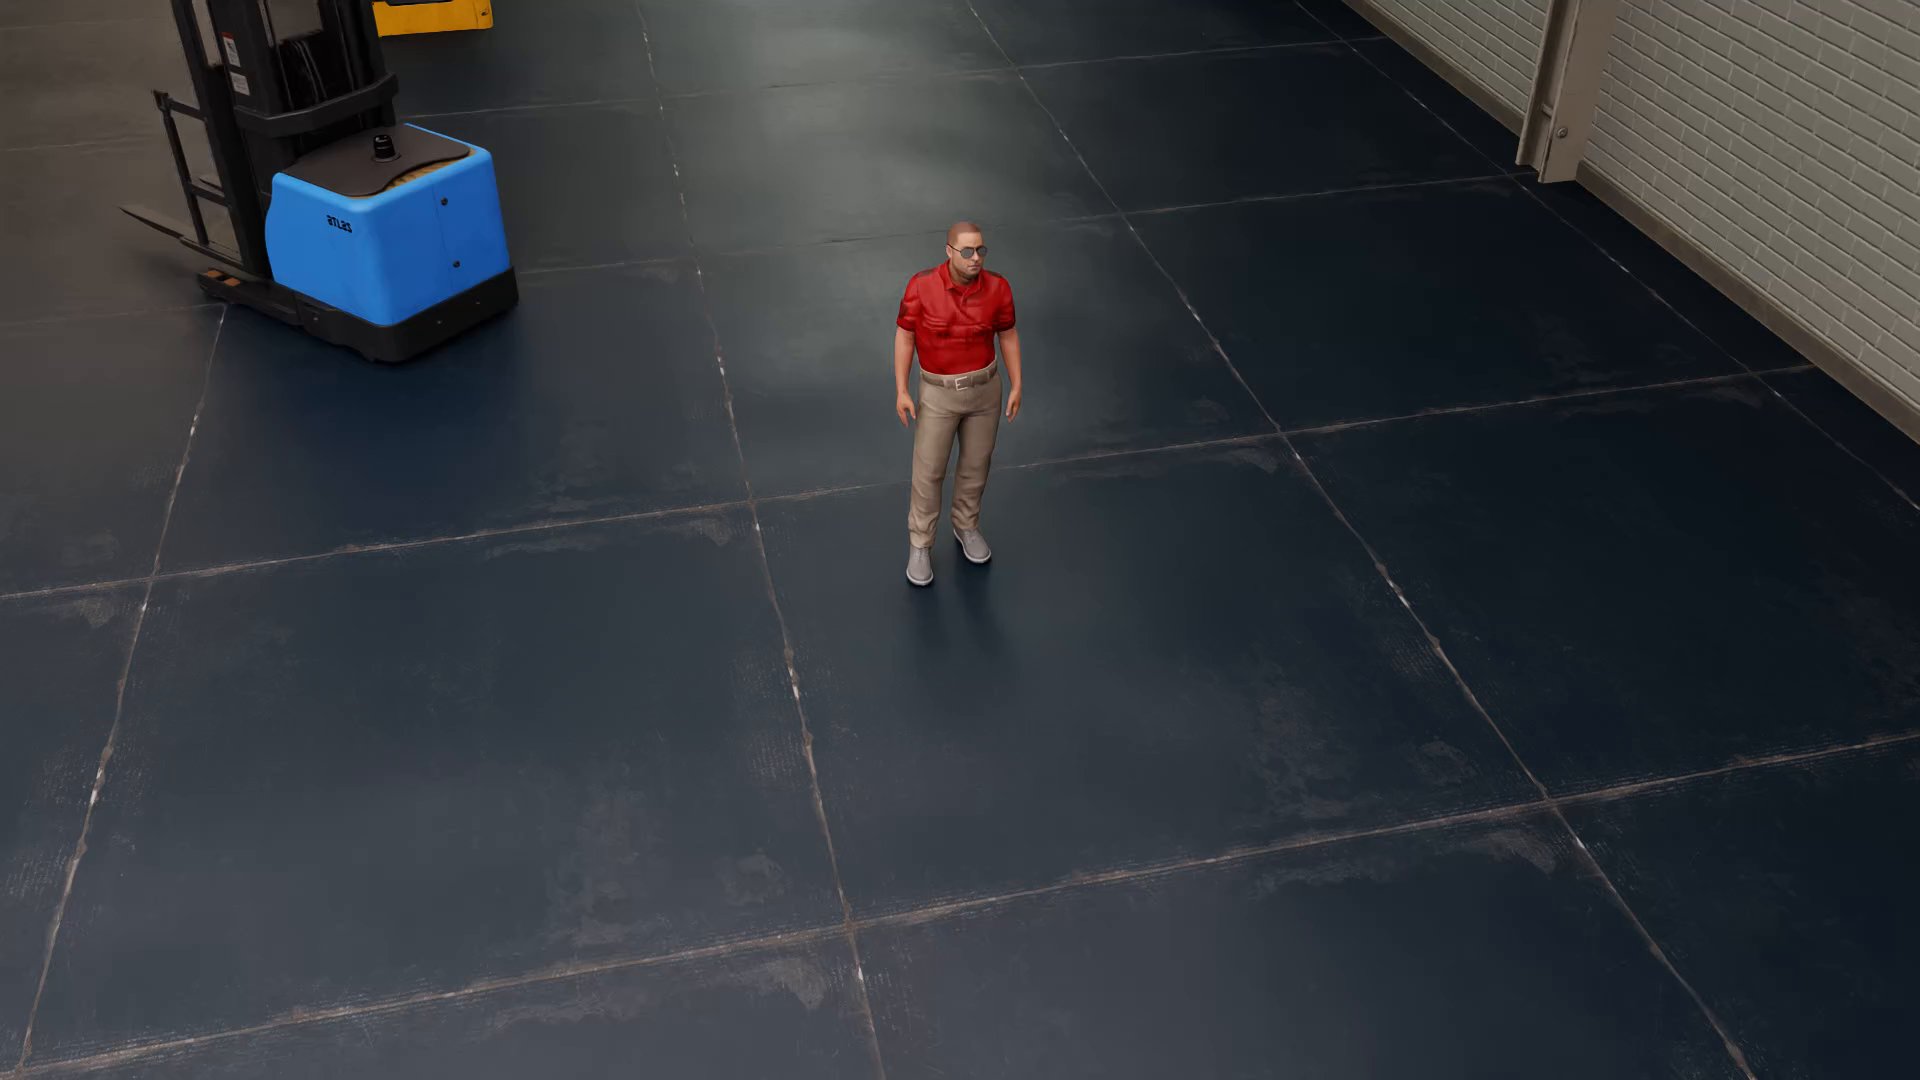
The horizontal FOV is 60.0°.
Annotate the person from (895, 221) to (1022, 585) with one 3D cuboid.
[{"bbox_3d":[0.008,-0.655,7.977,0.640,1.727,0.551,-8,36,-11],"label":"person"}]

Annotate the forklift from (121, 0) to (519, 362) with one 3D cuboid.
[{"bbox_3d":[-4.295,-2.926,10.115,3.031,2.935,1.130,22,41,28],"label":"forklift"}]
